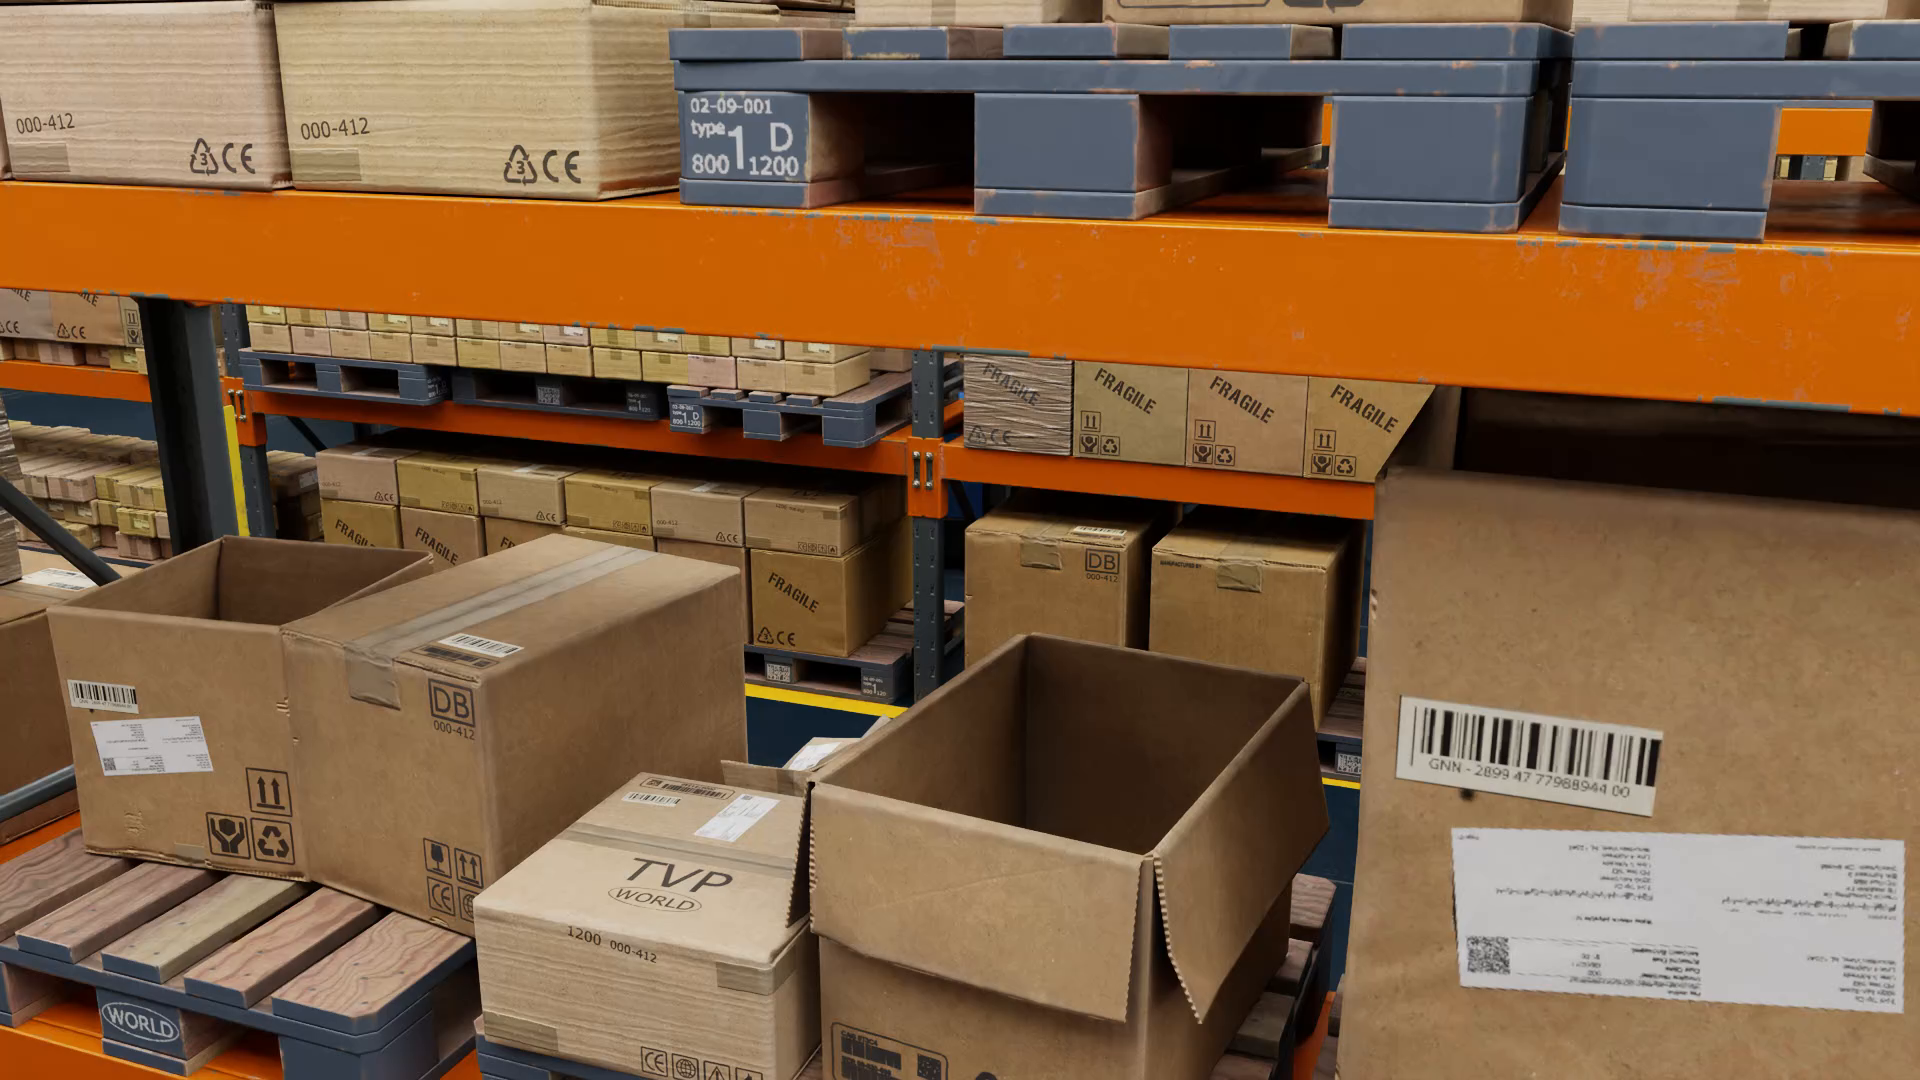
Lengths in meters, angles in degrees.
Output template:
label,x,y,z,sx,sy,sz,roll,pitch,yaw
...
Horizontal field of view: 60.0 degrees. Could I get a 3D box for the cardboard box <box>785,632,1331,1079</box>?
label,x,y,z,sx,sy,sz,roll,pitch,yaw
cardboard box,0.181,0.521,2.561,0.637,0.503,0.797,8,18,26

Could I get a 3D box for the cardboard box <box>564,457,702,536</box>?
label,x,y,z,sx,sy,sz,roll,pitch,yaw
cardboard box,-1.653,-0.228,8.464,0.500,0.250,0.500,7,17,22

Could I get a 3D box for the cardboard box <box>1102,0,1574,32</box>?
label,x,y,z,sx,sy,sz,roll,pitch,yaw
cardboard box,0.550,-0.936,2.200,0.637,0.503,0.797,7,18,23

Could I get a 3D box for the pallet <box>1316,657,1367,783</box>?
label,x,y,z,sx,sy,sz,roll,pitch,yaw
pallet,1.857,0.805,7.523,1.213,0.211,1.003,6,17,21

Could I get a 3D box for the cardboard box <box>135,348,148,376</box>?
label,x,y,z,sx,sy,sz,roll,pitch,yaw
cardboard box,-4.332,-1.015,9.240,0.250,0.149,0.380,6,17,19

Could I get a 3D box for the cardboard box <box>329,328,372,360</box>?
label,x,y,z,sx,sy,sz,roll,pitch,yaw
cardboard box,-3.012,-1.037,8.563,0.250,0.149,0.380,6,17,21

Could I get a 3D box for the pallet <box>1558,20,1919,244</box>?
label,x,y,z,sx,sy,sz,roll,pitch,yaw
pallet,1.292,-0.516,2.027,1.003,0.211,1.213,6,17,21

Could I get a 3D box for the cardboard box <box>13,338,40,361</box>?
label,x,y,z,sx,sy,sz,roll,pitch,yaw
cardboard box,-5.270,-1.151,9.707,0.250,0.149,0.380,6,17,20

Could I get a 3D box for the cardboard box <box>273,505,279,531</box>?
label,x,y,z,sx,sy,sz,roll,pitch,yaw
cardboard box,-4.110,-0.094,9.445,0.250,0.149,0.380,7,17,22

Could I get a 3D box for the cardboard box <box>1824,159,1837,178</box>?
label,x,y,z,sx,sy,sz,roll,pitch,yaw
cardboard box,7.752,-3.327,14.876,0.250,0.149,0.380,7,17,21

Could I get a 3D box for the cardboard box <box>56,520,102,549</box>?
label,x,y,z,sx,sy,sz,roll,pitch,yaw
cardboard box,-5.153,-0.059,9.858,0.250,0.149,0.380,6,17,21

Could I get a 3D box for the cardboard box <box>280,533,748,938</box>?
label,x,y,z,sx,sy,sz,roll,pitch,yaw
cardboard box,-0.821,0.343,3.181,0.500,0.500,0.700,9,19,29

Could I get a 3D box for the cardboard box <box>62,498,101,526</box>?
label,x,y,z,sx,sy,sz,roll,pitch,yaw
cardboard box,-5.064,-0.214,9.856,0.250,0.149,0.380,7,17,22

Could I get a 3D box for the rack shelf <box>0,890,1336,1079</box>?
label,x,y,z,sx,sy,sz,roll,pitch,yaw
rack shelf,-0.033,1.066,2.911,4.000,0.370,1.077,6,17,21

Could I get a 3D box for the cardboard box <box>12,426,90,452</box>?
label,x,y,z,sx,sy,sz,roll,pitch,yaw
cardboard box,-5.848,-0.618,10.715,0.250,0.149,0.380,7,18,23

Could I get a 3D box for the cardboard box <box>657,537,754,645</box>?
label,x,y,z,sx,sy,sz,roll,pitch,yaw
cardboard box,-1.169,0.185,8.385,0.500,0.500,0.500,7,18,23

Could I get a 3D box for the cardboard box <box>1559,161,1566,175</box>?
label,x,y,z,sx,sy,sz,roll,pitch,yaw
cardboard box,4.042,-2.427,11.023,0.250,0.149,0.380,6,17,18

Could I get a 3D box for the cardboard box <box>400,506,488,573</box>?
label,x,y,z,sx,sy,sz,roll,pitch,yaw
cardboard box,-2.618,0.028,8.928,0.500,0.500,0.500,7,18,23

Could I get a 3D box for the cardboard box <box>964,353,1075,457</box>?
label,x,y,z,sx,sy,sz,roll,pitch,yaw
cardboard box,0.339,-0.692,7.498,0.500,0.500,0.500,6,17,21

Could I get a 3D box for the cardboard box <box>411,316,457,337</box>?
label,x,y,z,sx,sy,sz,roll,pitch,yaw
cardboard box,-2.527,-1.128,8.341,0.250,0.149,0.380,7,18,23

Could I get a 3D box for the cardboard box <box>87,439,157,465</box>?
label,x,y,z,sx,sy,sz,roll,pitch,yaw
cardboard box,-5.174,-0.507,10.334,0.250,0.149,0.380,6,17,18

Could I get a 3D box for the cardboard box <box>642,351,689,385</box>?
label,x,y,z,sx,sy,sz,roll,pitch,yaw
cardboard box,-1.307,-0.851,7.921,0.250,0.149,0.380,6,17,20

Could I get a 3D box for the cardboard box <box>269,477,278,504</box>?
label,x,y,z,sx,sy,sz,roll,pitch,yaw
cardboard box,-4.127,-0.256,9.469,0.250,0.149,0.380,7,18,22

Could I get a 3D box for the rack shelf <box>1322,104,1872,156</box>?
label,x,y,z,sx,sy,sz,roll,pitch,yaw
rack shelf,1.881,-1.650,6.888,4.000,0.370,1.077,6,17,21

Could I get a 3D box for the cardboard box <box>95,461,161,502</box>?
label,x,y,z,sx,sy,sz,roll,pitch,yaw
cardboard box,-4.826,-0.342,9.766,0.250,0.149,0.380,7,18,22

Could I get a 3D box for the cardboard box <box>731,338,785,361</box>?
label,x,y,z,sx,sy,sz,roll,pitch,yaw
cardboard box,-0.855,-0.943,7.706,0.250,0.149,0.380,7,18,23

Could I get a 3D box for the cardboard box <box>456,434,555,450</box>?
label,x,y,z,sx,sy,sz,roll,pitch,yaw
cardboard box,-2.442,-0.464,9.276,0.500,0.250,0.500,7,18,23

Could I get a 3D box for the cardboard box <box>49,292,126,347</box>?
label,x,y,z,sx,sy,sz,roll,pitch,yaw
cardboard box,-4.737,-1.390,9.367,0.500,0.500,0.500,6,17,19

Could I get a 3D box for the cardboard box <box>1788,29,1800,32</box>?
label,x,y,z,sx,sy,sz,roll,pitch,yaw
cardboard box,3.026,-2.000,6.138,0.500,0.250,0.500,6,17,21

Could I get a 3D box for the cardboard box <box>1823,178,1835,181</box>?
label,x,y,z,sx,sy,sz,roll,pitch,yaw
cardboard box,7.723,-3.165,14.853,0.250,0.149,0.380,7,17,22

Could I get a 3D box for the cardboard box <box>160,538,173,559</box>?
label,x,y,z,sx,sy,sz,roll,pitch,yaw
cardboard box,-4.401,-0.002,9.659,0.250,0.149,0.380,7,18,22

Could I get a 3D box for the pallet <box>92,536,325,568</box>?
label,x,y,z,sx,sy,sz,roll,pitch,yaw
pallet,-4.338,0.111,9.914,1.213,0.211,1.003,6,17,21

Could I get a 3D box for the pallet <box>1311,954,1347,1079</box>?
label,x,y,z,sx,sy,sz,roll,pitch,yaw
pallet,1.170,0.902,2.532,1.213,0.211,1.003,6,17,21

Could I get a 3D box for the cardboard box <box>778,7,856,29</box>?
label,x,y,z,sx,sy,sz,roll,pitch,yaw
cardboard box,-0.429,-0.768,2.828,0.500,0.250,0.500,7,18,22

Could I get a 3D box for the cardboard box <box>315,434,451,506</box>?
label,x,y,z,sx,sy,sz,roll,pitch,yaw
cardboard box,-3.110,-0.386,9.009,0.500,0.250,0.500,5,17,18

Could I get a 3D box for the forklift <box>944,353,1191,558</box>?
label,x,y,z,sx,sy,sz,roll,pitch,yaw
forklift,0.857,-1.318,9.956,3.031,2.935,1.130,5,17,16

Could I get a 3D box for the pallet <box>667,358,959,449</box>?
label,x,y,z,sx,sy,sz,roll,pitch,yaw
pallet,-0.682,-0.713,8.094,1.003,0.211,1.213,6,17,21

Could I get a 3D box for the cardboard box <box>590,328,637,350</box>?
label,x,y,z,sx,sy,sz,roll,pitch,yaw
cardboard box,-1.564,-1.021,7.975,0.250,0.149,0.380,6,17,20

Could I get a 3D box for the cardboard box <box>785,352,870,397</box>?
label,x,y,z,sx,sy,sz,roll,pitch,yaw
cardboard box,-0.607,-0.772,7.651,0.250,0.149,0.380,7,17,22

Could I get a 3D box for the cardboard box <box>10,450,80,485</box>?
label,x,y,z,sx,sy,sz,roll,pitch,yaw
cardboard box,-5.558,-0.424,10.049,0.250,0.149,0.380,6,17,21

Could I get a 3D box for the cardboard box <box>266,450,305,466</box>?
label,x,y,z,sx,sy,sz,roll,pitch,yaw
cardboard box,-4.180,-0.420,10.033,0.250,0.149,0.380,7,18,23

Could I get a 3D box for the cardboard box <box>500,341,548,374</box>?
label,x,y,z,sx,sy,sz,roll,pitch,yaw
cardboard box,-2.053,-0.932,8.200,0.250,0.149,0.380,5,17,18

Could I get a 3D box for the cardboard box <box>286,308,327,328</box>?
label,x,y,z,sx,sy,sz,roll,pitch,yaw
cardboard box,-3.261,-1.207,8.616,0.250,0.149,0.380,6,17,20

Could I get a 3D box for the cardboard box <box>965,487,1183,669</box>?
label,x,y,z,sx,sy,sz,roll,pitch,yaw
cardboard box,0.554,0.204,7.871,0.750,0.750,1.050,6,17,20

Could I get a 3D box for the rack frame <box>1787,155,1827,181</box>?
label,x,y,z,sx,sy,sz,roll,pitch,yaw
rack frame,5.464,-1.645,10.959,0.127,3.000,1.000,6,17,21

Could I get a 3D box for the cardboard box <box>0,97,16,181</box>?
label,x,y,z,sx,sy,sz,roll,pitch,yaw
cardboard box,-1.550,-0.738,2.725,0.500,0.250,0.500,7,17,22

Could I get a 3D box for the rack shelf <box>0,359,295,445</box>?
label,x,y,z,sx,sy,sz,roll,pitch,yaw
rack shelf,-5.561,-1.028,10.125,4.000,0.370,1.077,6,17,21

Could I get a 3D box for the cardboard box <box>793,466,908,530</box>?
label,x,y,z,sx,sy,sz,roll,pitch,yaw
cardboard box,-0.532,-0.255,8.556,0.500,0.250,0.500,5,17,18
